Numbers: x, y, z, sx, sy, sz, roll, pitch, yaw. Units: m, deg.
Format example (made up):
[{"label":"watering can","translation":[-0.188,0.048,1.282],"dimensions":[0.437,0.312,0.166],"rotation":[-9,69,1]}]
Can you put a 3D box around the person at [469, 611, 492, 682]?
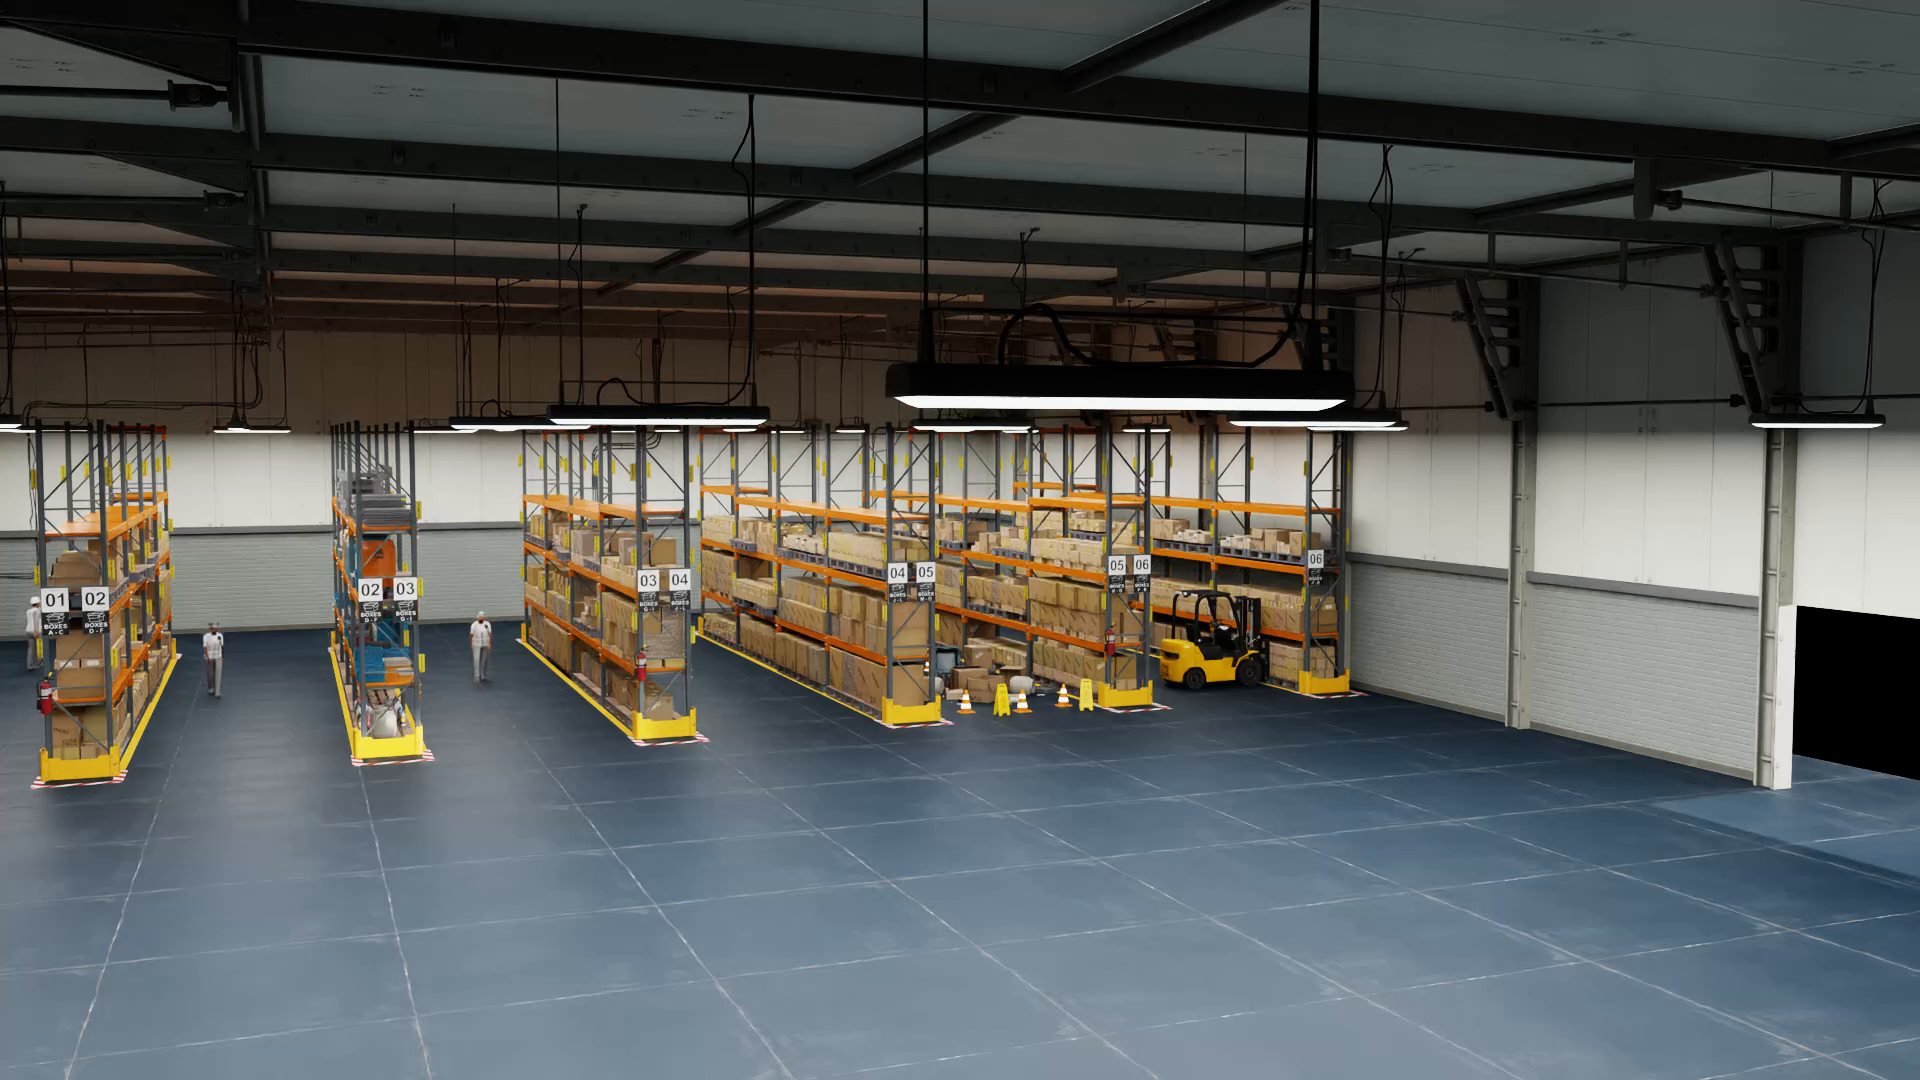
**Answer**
[{"label":"person","translation":[-11.166,2.470,38.780],"dimensions":[0.516,1.616,0.949],"rotation":[-2,4,-29]}]

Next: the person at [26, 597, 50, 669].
[{"label":"person","translation":[-22.740,2.282,40.858],"dimensions":[0.538,1.767,0.549],"rotation":[1,4,11]}]

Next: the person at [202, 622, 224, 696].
[{"label":"person","translation":[-16.432,2.613,36.638],"dimensions":[0.442,1.609,0.979],"rotation":[-2,4,-30]}]
